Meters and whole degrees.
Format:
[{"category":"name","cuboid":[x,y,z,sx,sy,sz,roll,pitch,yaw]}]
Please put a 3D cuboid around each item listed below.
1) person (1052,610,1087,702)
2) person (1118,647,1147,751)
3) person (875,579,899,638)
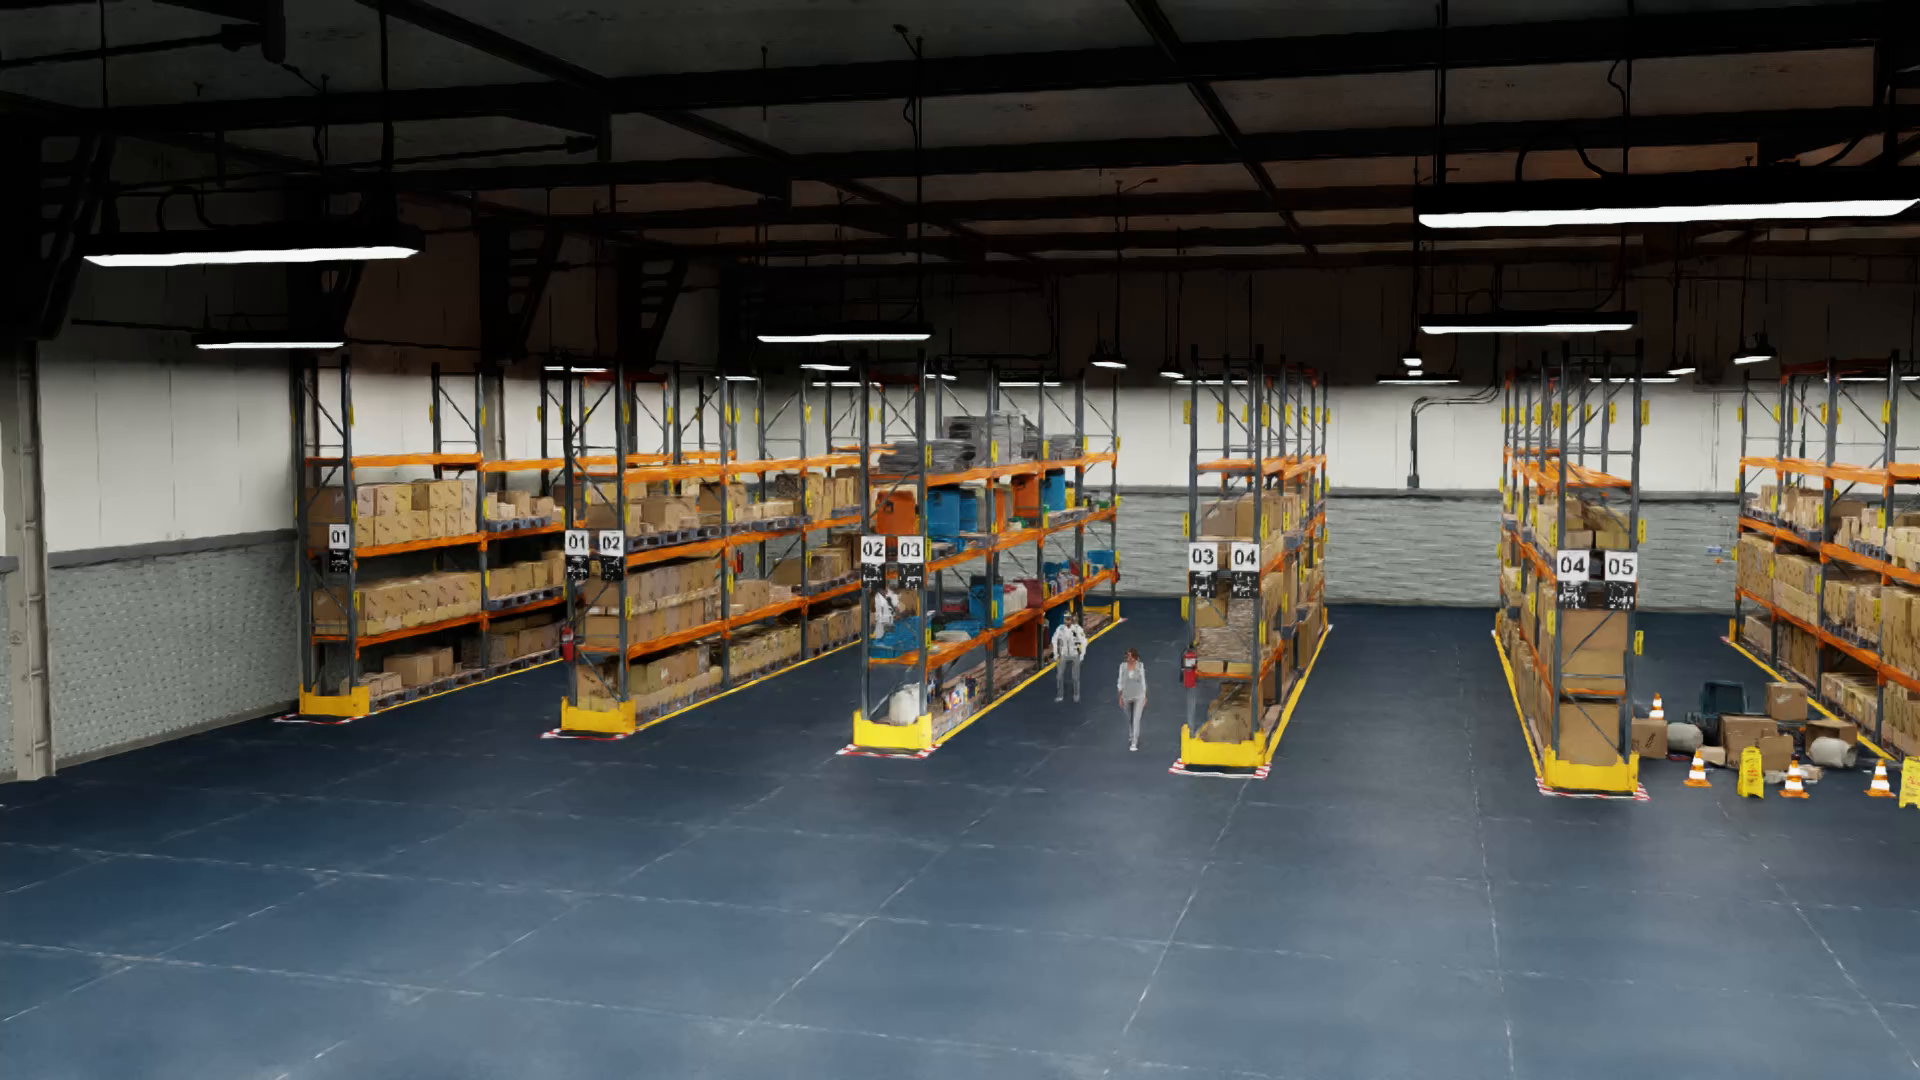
[{"category":"person","cuboid":[1.910,2.017,29.054,0.639,1.632,0.512,1,4,14]},{"category":"person","cuboid":[2.579,2.363,24.998,0.417,1.504,1.036,1,5,19]},{"category":"person","cuboid":[-1.479,1.618,33.661,0.554,1.712,1.040,1,4,14]}]
